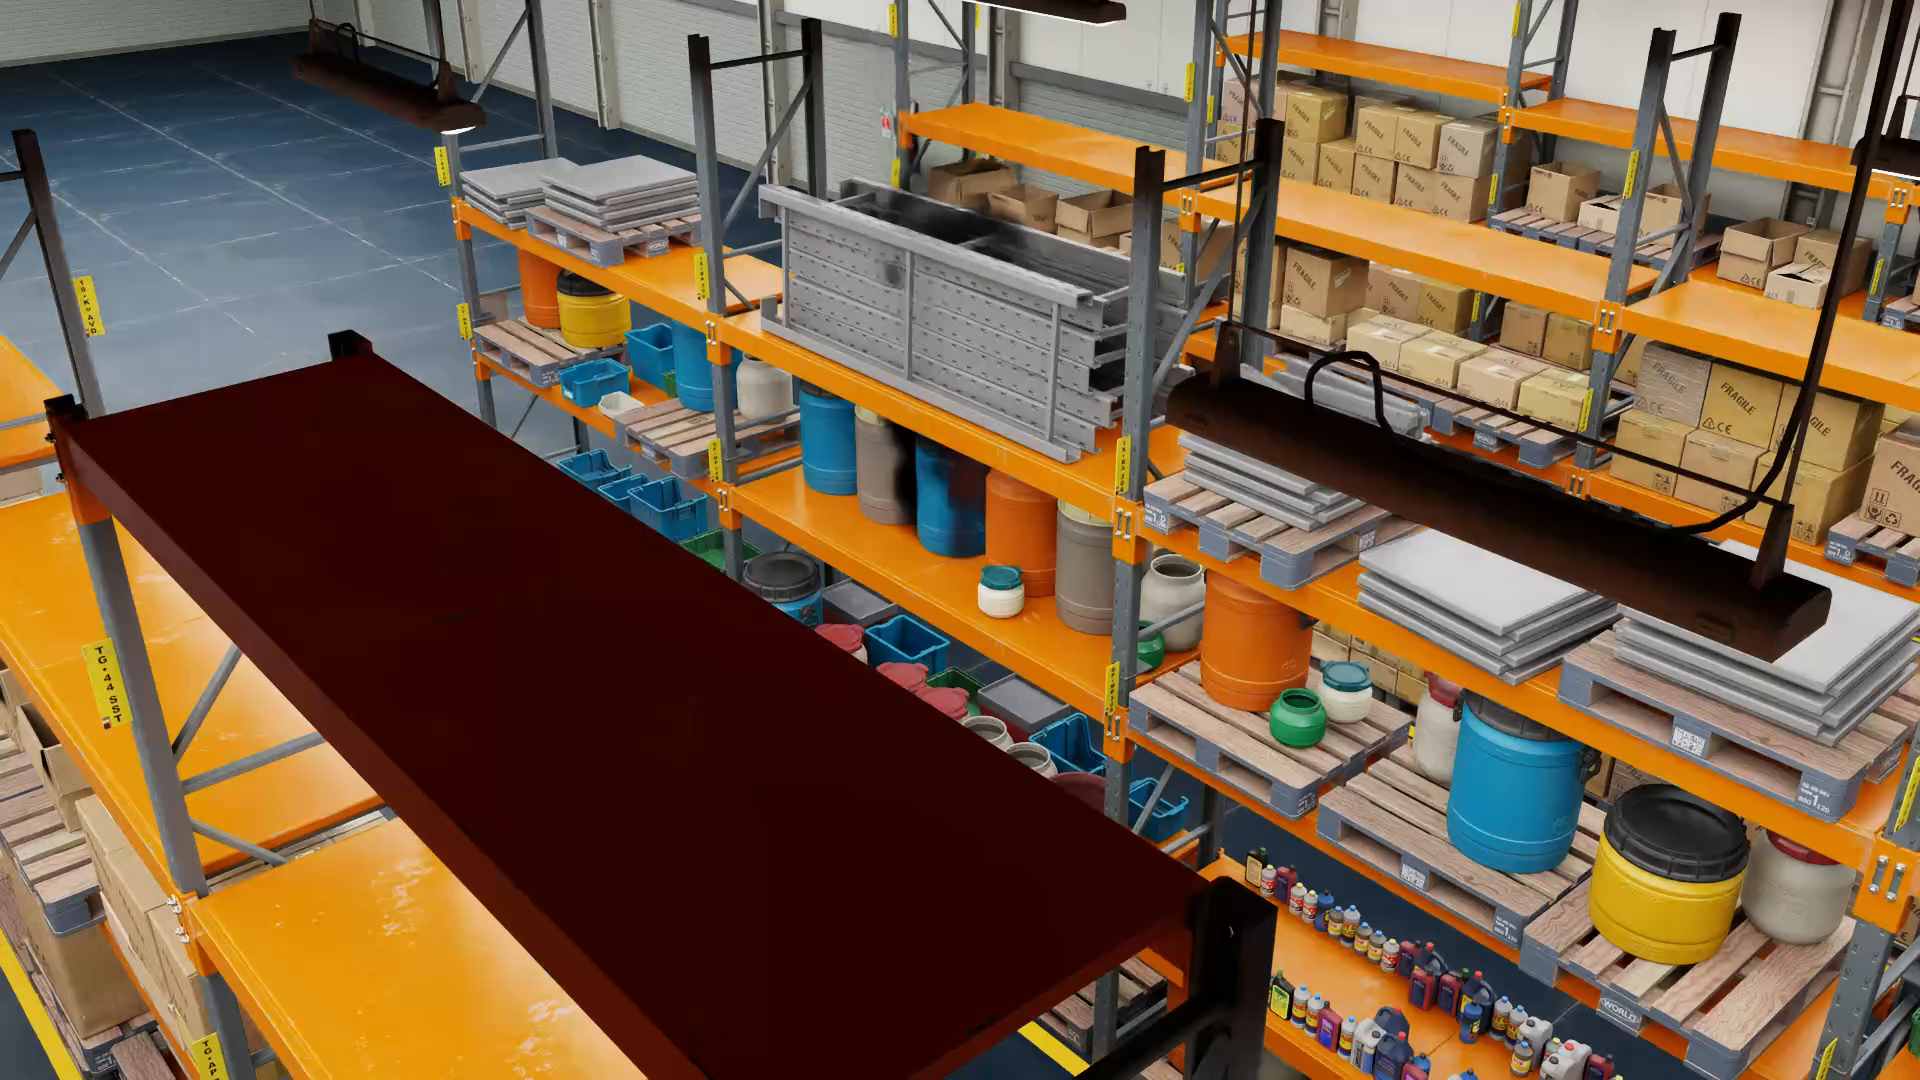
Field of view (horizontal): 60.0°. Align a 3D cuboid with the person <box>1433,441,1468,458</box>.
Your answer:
[{"bbox_3d":[4.700,-0.402,16.448,0.826,1.735,0.715,21,34,35],"label":"person"}]
